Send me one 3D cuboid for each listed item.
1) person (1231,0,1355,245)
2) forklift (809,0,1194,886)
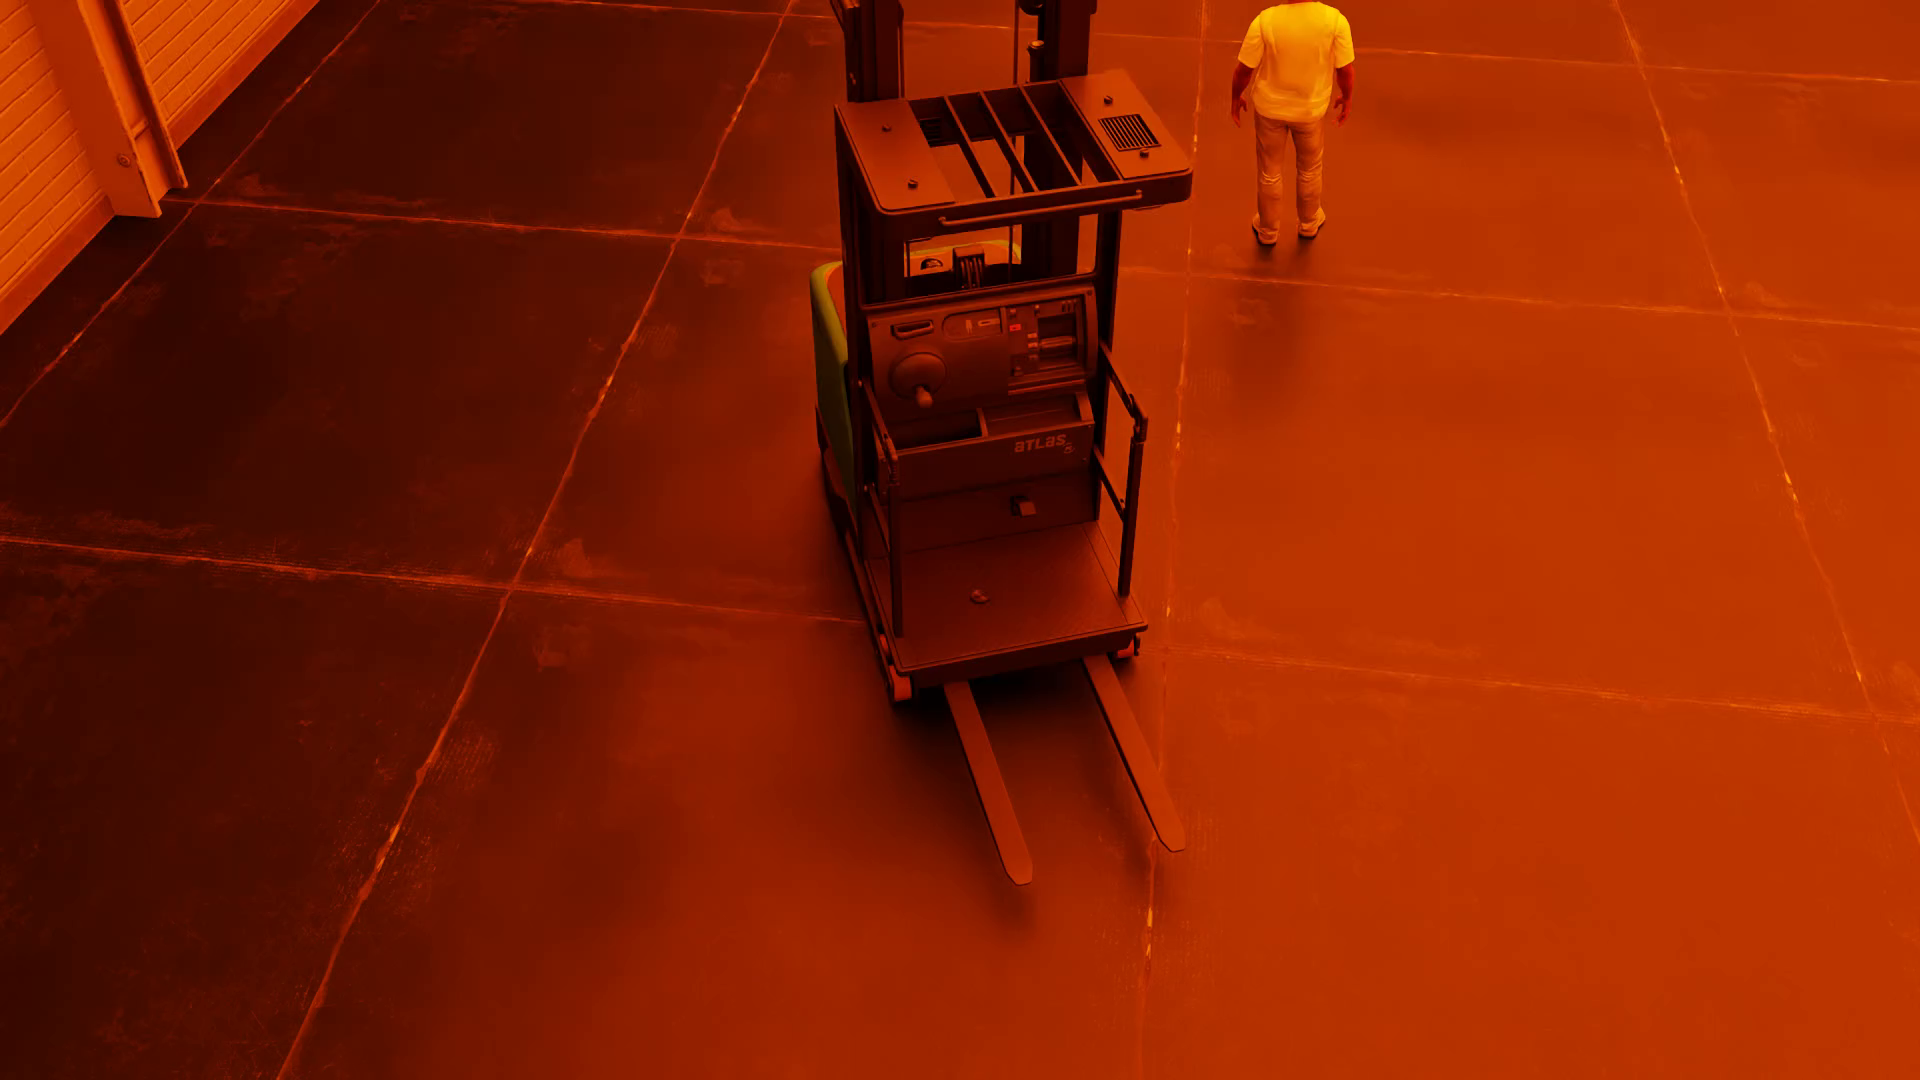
[{"bbox_3d":[1.841,-2.465,9.257,0.665,1.765,0.577,6,43,6],"label":"person"},{"bbox_3d":[0.153,-0.681,6.465,1.130,2.935,3.031,-10,44,-11],"label":"forklift"}]
